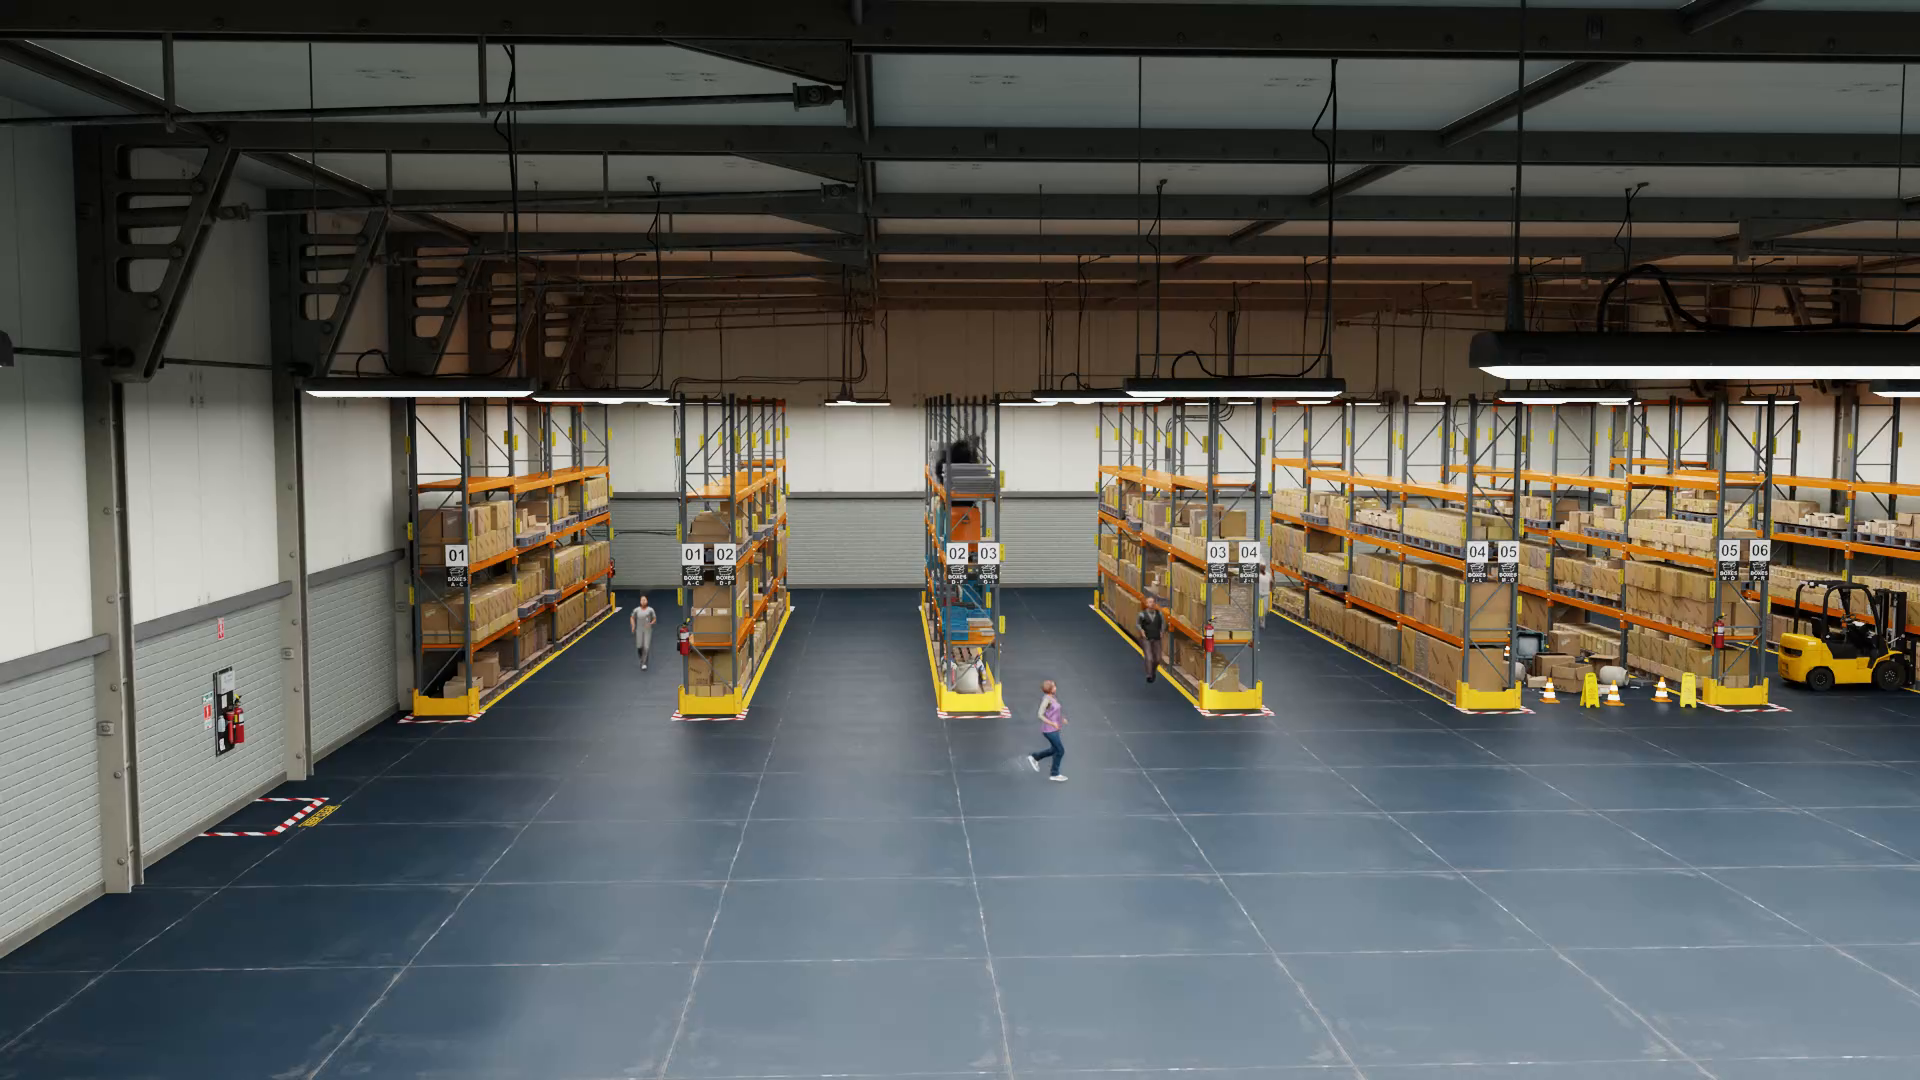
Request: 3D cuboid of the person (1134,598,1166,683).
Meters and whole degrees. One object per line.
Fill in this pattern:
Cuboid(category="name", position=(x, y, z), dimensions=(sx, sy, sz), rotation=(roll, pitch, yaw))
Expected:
Cuboid(category="person", position=(3.789, 1.991, 32.972), dimensions=(0.656, 1.693, 0.561), rotation=(0, 5, -6))

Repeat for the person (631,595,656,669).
Cuboid(category="person", position=(-6.941, 2.028, 36.461), dimensions=(0.565, 1.624, 0.545), rotation=(-1, 5, -8))

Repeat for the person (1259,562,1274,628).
Cuboid(category="person", position=(7.913, 1.426, 43.649), dimensions=(0.711, 1.735, 0.652), rotation=(-1, 5, -7))

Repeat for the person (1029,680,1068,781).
Cuboid(category="person", position=(1.351, 2.925, 25.590), dimensions=(0.629, 1.551, 0.540), rotation=(1, 5, 16))
